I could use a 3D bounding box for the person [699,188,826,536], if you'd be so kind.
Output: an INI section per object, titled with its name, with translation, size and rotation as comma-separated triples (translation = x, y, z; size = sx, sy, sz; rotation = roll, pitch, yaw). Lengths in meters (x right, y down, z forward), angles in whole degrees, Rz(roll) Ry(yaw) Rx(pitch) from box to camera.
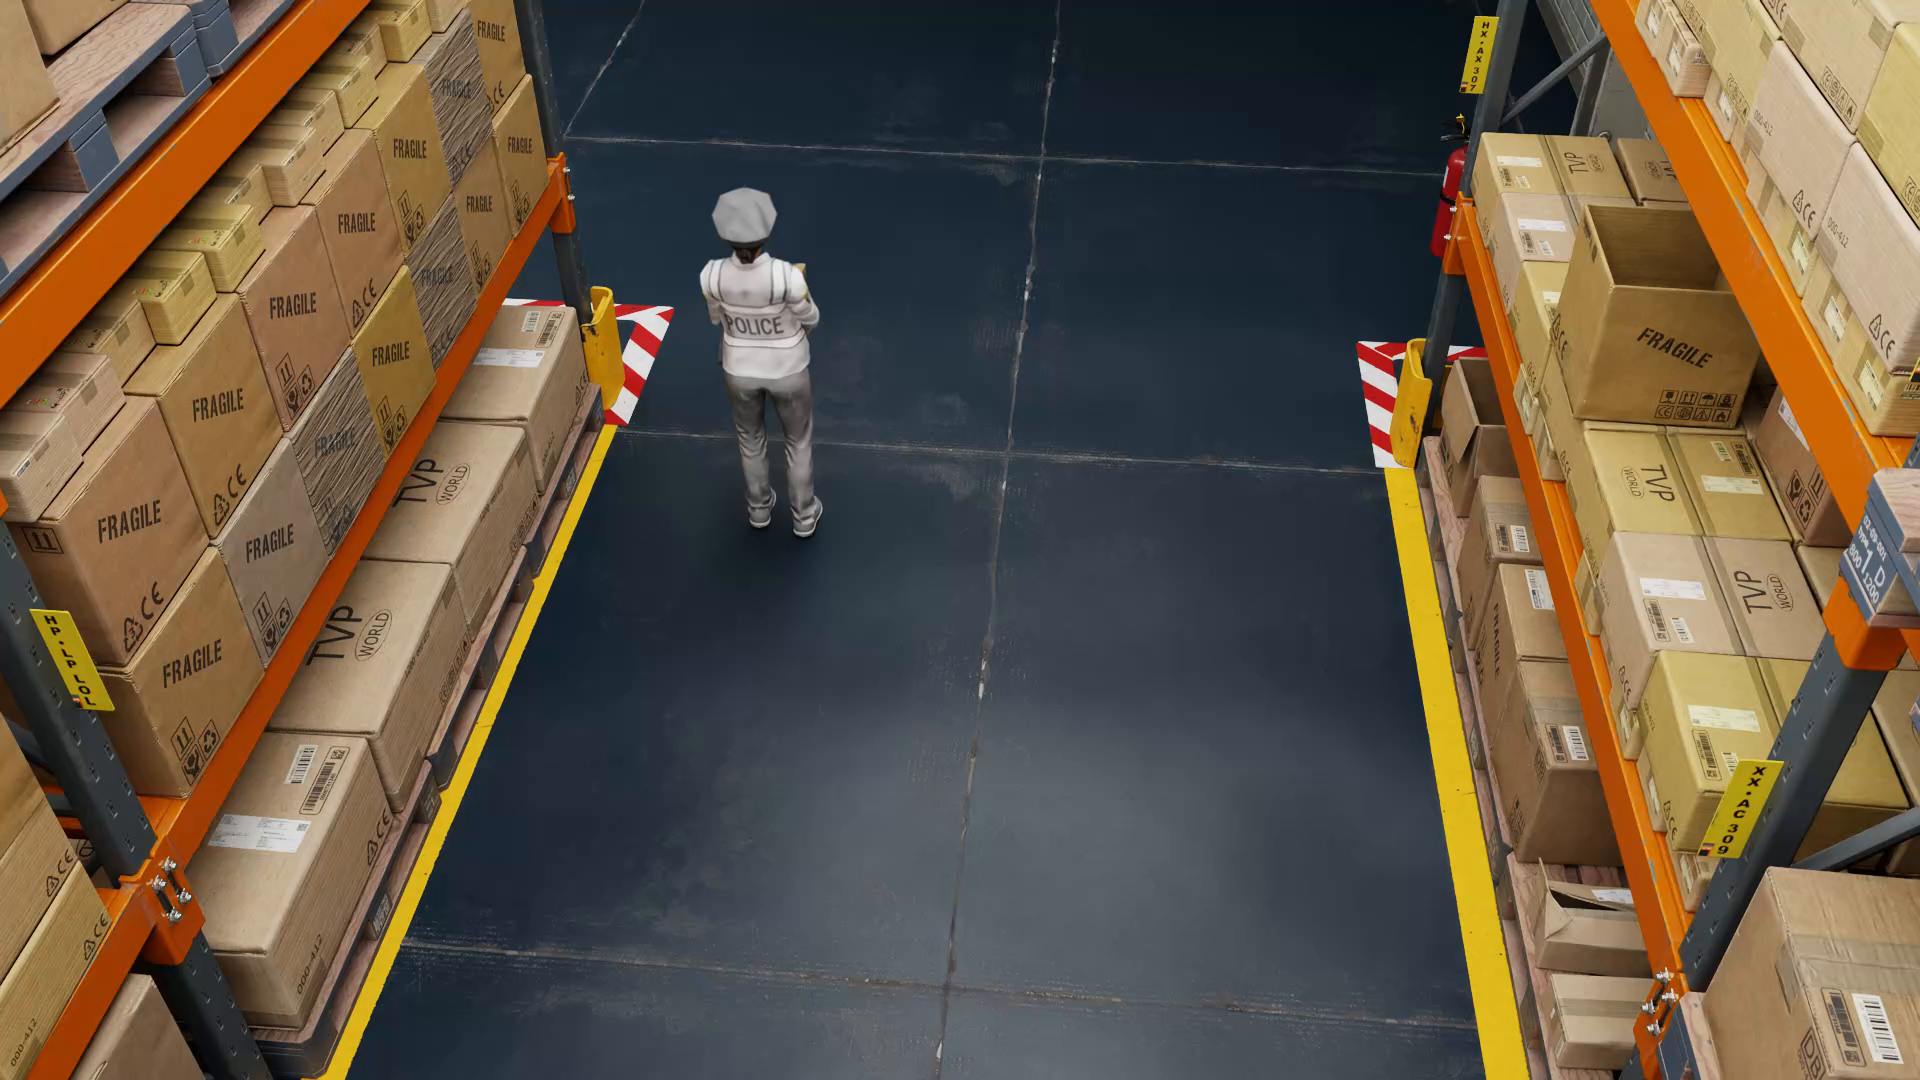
[person]
translation = -0.822, -0.757, 7.023
size = 0.467, 1.695, 0.554
rotation = 2, 40, 2
